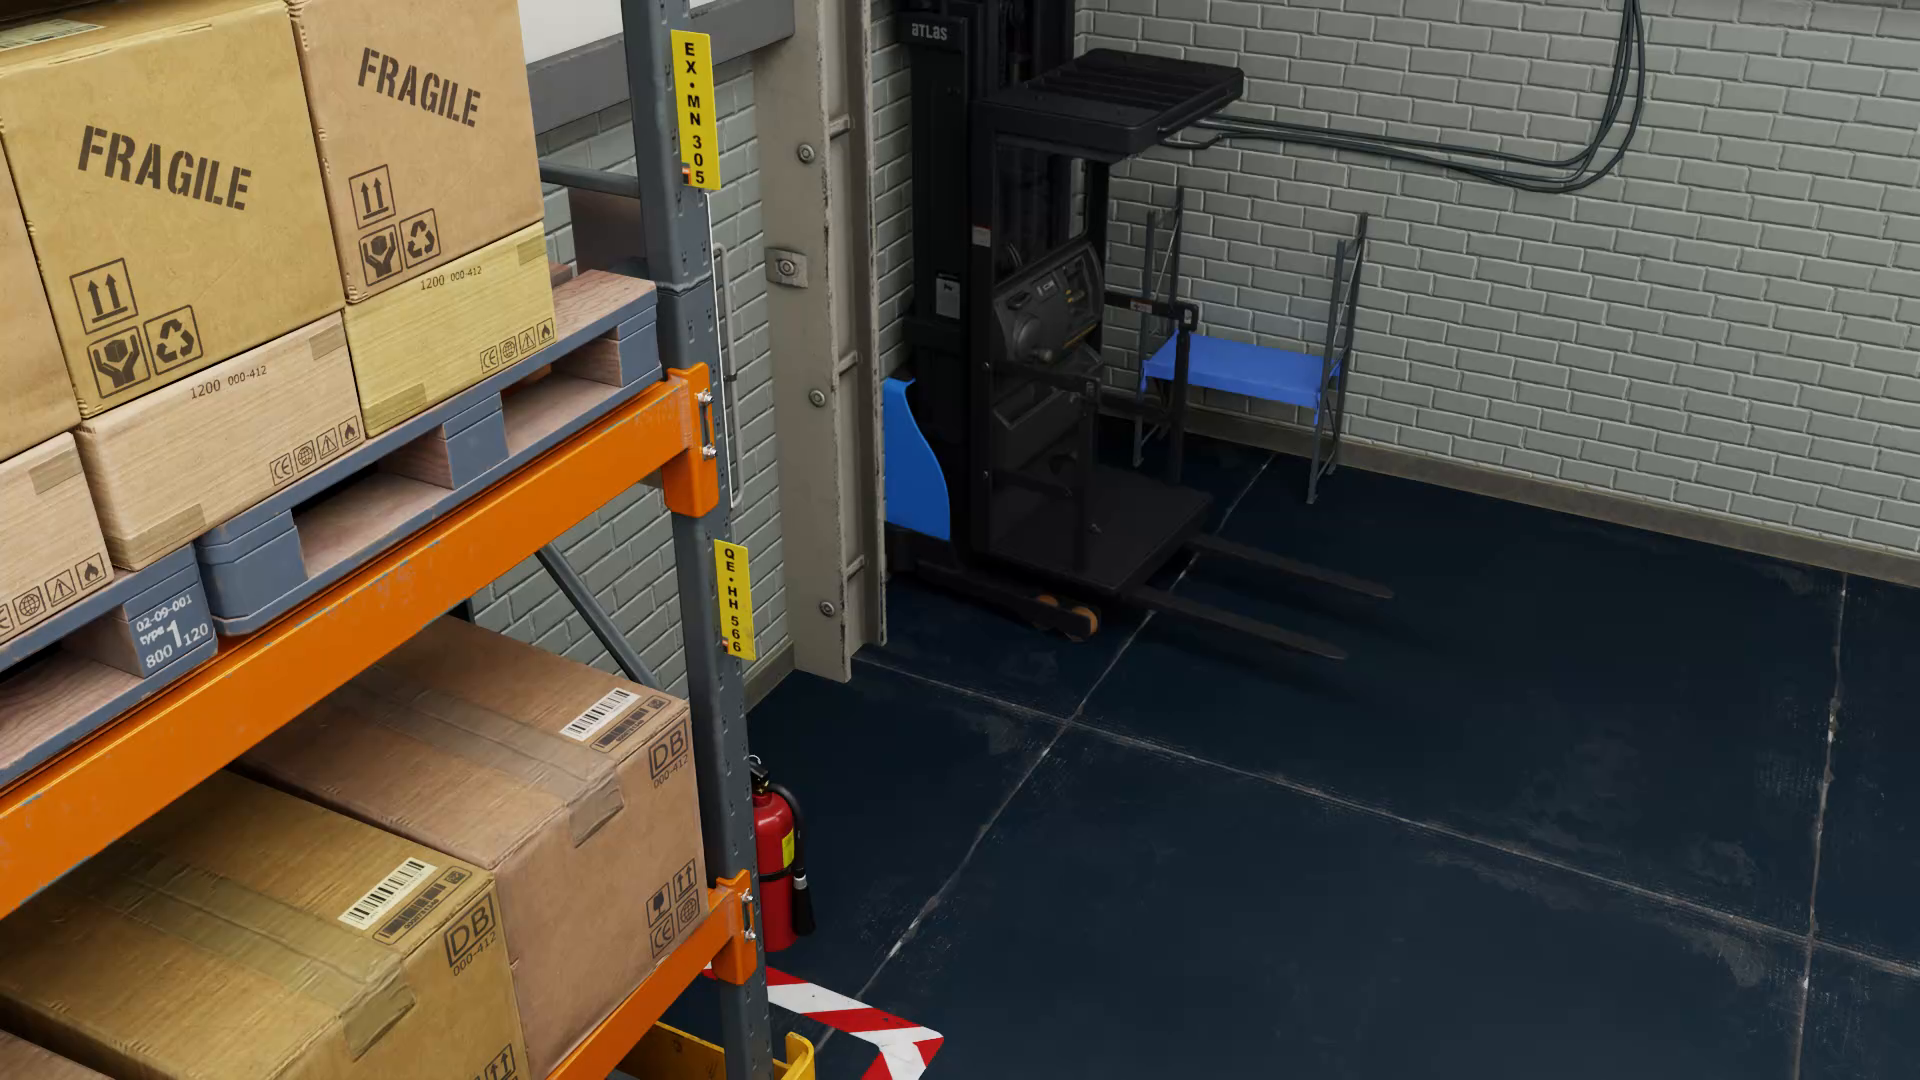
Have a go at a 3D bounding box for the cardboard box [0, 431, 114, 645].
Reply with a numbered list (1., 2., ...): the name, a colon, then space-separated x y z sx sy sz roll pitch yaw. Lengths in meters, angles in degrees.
1. cardboard box: -1.597 0.012 2.334 0.500 0.250 0.500 13 32 22

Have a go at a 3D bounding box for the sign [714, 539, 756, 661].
1. sign: -0.554 0.150 4.077 0.100 0.325 0.005 14 33 23

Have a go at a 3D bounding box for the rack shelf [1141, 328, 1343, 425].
1. rack shelf: 1.564 -0.915 9.198 1.000 0.185 0.538 14 33 22

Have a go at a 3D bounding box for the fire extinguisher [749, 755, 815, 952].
1. fire extinguisher: -0.551 0.858 4.696 0.296 0.674 0.183 14 33 23

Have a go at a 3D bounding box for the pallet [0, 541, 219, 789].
1. pallet: -1.914 0.237 2.402 1.003 0.211 1.213 14 33 23

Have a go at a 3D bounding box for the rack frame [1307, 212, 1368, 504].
1. rack frame: 2.021 -0.959 8.914 0.032 1.500 0.500 14 33 22

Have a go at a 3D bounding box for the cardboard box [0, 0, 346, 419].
1. cardboard box: -1.359 -0.556 2.569 0.500 0.500 0.500 15 33 25

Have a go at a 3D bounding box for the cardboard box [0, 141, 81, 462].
1. cardboard box: -1.589 -0.322 2.163 0.500 0.500 0.500 13 32 21

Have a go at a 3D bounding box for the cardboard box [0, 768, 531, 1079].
1. cardboard box: -1.576 1.048 3.611 0.980 0.700 0.700 14 33 23

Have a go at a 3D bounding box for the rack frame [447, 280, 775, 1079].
1. rack frame: -1.031 0.625 4.649 1.000 3.000 0.127 14 33 23

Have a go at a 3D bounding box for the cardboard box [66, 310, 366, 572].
1. cardboard box: -1.364 -0.220 2.738 0.500 0.250 0.500 13 32 21

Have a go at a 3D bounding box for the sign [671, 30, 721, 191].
1. sign: -0.554 -0.896 3.476 0.100 0.325 0.005 14 33 23

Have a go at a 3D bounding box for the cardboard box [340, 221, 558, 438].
1. cardboard box: -1.128 -0.451 3.140 0.500 0.250 0.500 15 33 25

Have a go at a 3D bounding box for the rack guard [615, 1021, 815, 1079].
1. rack guard: -1.020 1.698 5.290 1.175 0.500 0.348 14 33 23

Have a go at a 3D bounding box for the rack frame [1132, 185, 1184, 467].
1. rack frame: 1.108 -1.182 9.302 0.032 1.500 0.500 14 33 22

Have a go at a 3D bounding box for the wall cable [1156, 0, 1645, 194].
1. wall cable: 1.864 -3.056 8.154 3.097 2.526 0.112 14 33 23

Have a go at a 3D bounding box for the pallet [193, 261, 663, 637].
1. pallet: -1.360 -0.306 3.348 1.003 0.211 1.213 14 33 23

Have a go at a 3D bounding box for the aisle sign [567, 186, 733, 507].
1. aisle sign: -0.731 -0.466 3.939 0.394 0.787 0.004 14 33 23

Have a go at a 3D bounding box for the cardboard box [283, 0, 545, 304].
1. cardboard box: -1.121 -0.775 2.951 0.500 0.500 0.500 14 33 23

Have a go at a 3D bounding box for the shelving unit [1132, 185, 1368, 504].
1. shelving unit: 1.564 -1.071 9.108 1.048 1.500 0.538 14 33 22

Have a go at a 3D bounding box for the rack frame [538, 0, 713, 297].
1. rack frame: -1.031 -1.976 3.155 1.000 3.000 0.127 14 33 23

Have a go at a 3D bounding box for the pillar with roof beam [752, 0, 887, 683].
1. pillar with roof beam: 3.261 -2.393 3.881 9.100 9.000 0.400 14 33 23

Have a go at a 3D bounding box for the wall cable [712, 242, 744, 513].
1. wall cable: -1.290 -0.598 5.759 0.084 1.984 1.851 14 33 23

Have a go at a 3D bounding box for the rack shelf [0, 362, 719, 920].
1. rack shelf: -1.942 0.523 2.538 1.077 0.370 4.000 14 33 23

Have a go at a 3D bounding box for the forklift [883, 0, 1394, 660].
1. forklift: 0.599 -1.090 7.705 3.031 2.935 1.130 17 34 28

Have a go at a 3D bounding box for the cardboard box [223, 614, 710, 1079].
1. cardboard box: -1.254 0.723 4.177 0.980 0.700 0.700 16 33 25

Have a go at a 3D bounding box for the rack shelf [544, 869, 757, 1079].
1. rack shelf: -1.942 1.824 3.285 1.077 0.370 4.000 14 33 23
